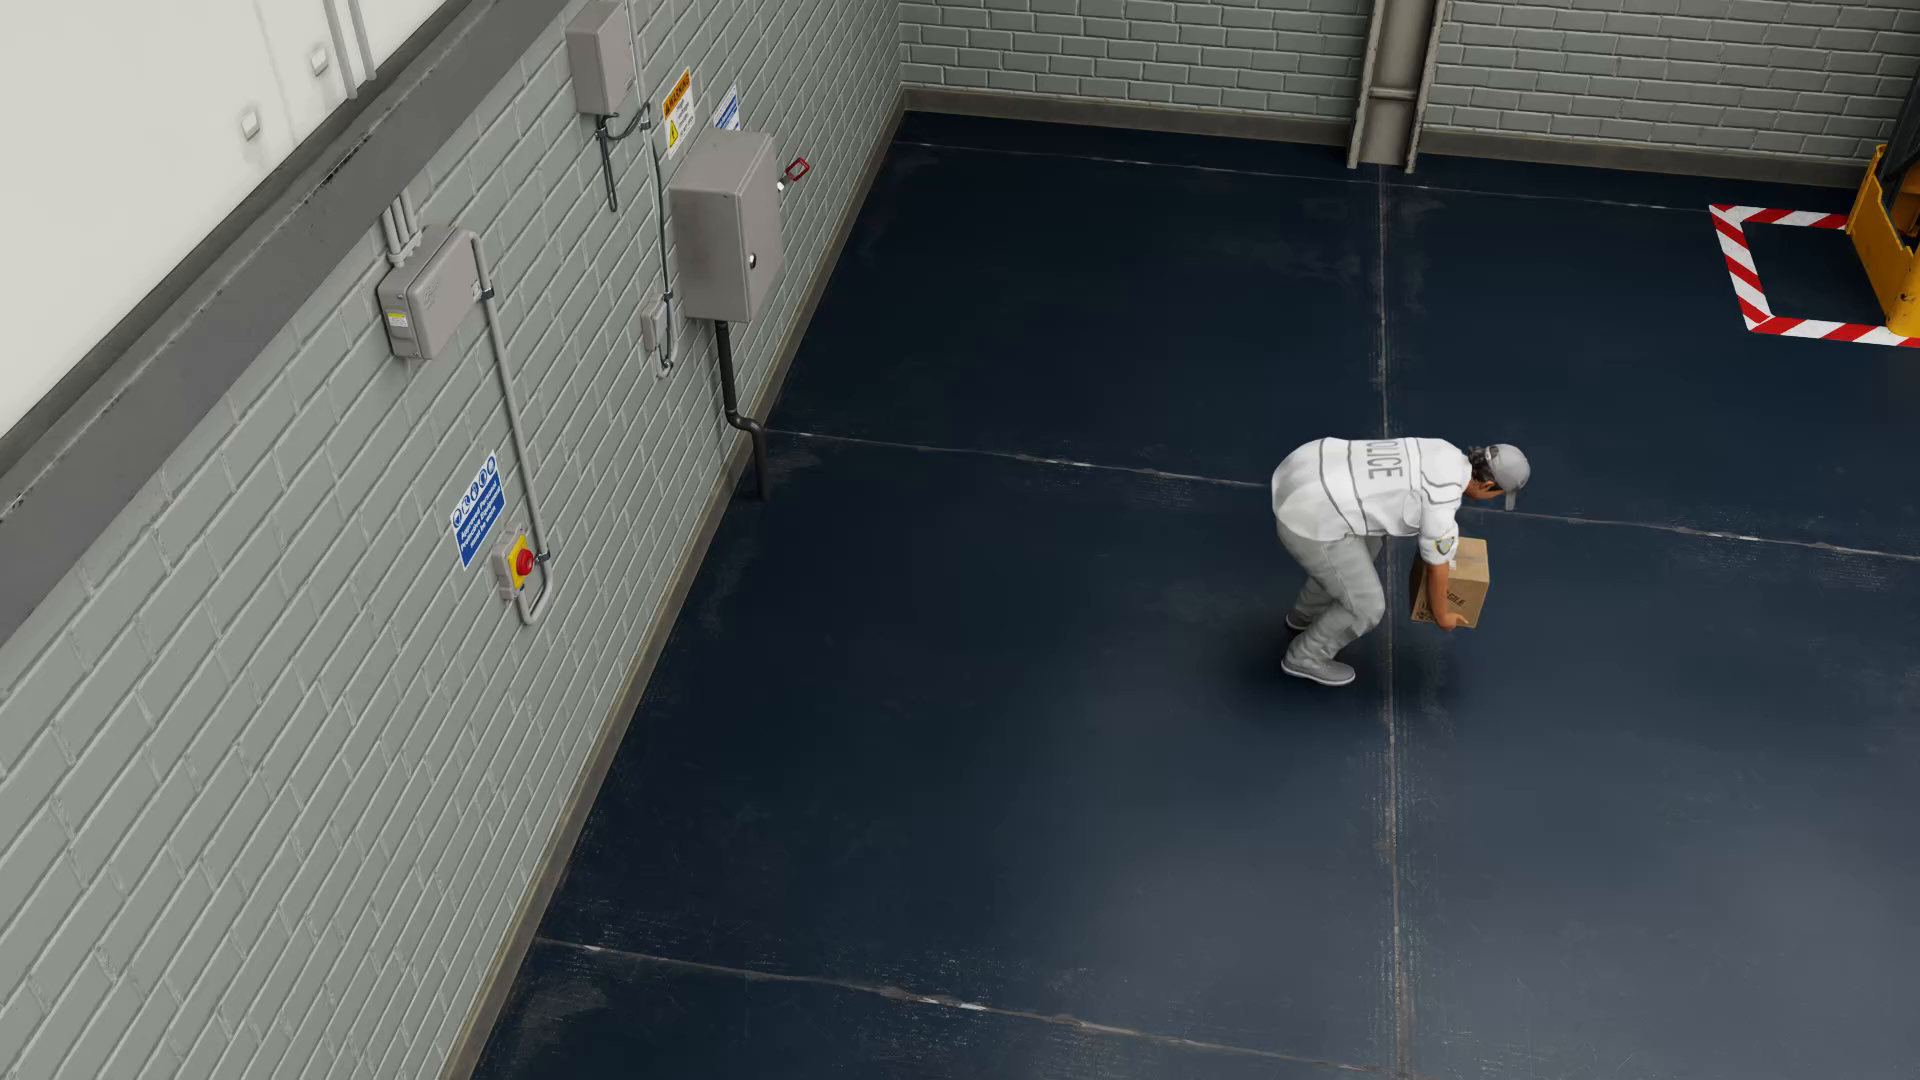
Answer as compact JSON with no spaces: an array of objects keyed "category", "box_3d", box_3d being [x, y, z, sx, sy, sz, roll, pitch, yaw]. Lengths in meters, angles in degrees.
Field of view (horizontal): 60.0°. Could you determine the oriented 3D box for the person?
[{"category":"person","box_3d":[1.659,0.054,6.521,0.929,1.111,0.501,5,41,6]}]
